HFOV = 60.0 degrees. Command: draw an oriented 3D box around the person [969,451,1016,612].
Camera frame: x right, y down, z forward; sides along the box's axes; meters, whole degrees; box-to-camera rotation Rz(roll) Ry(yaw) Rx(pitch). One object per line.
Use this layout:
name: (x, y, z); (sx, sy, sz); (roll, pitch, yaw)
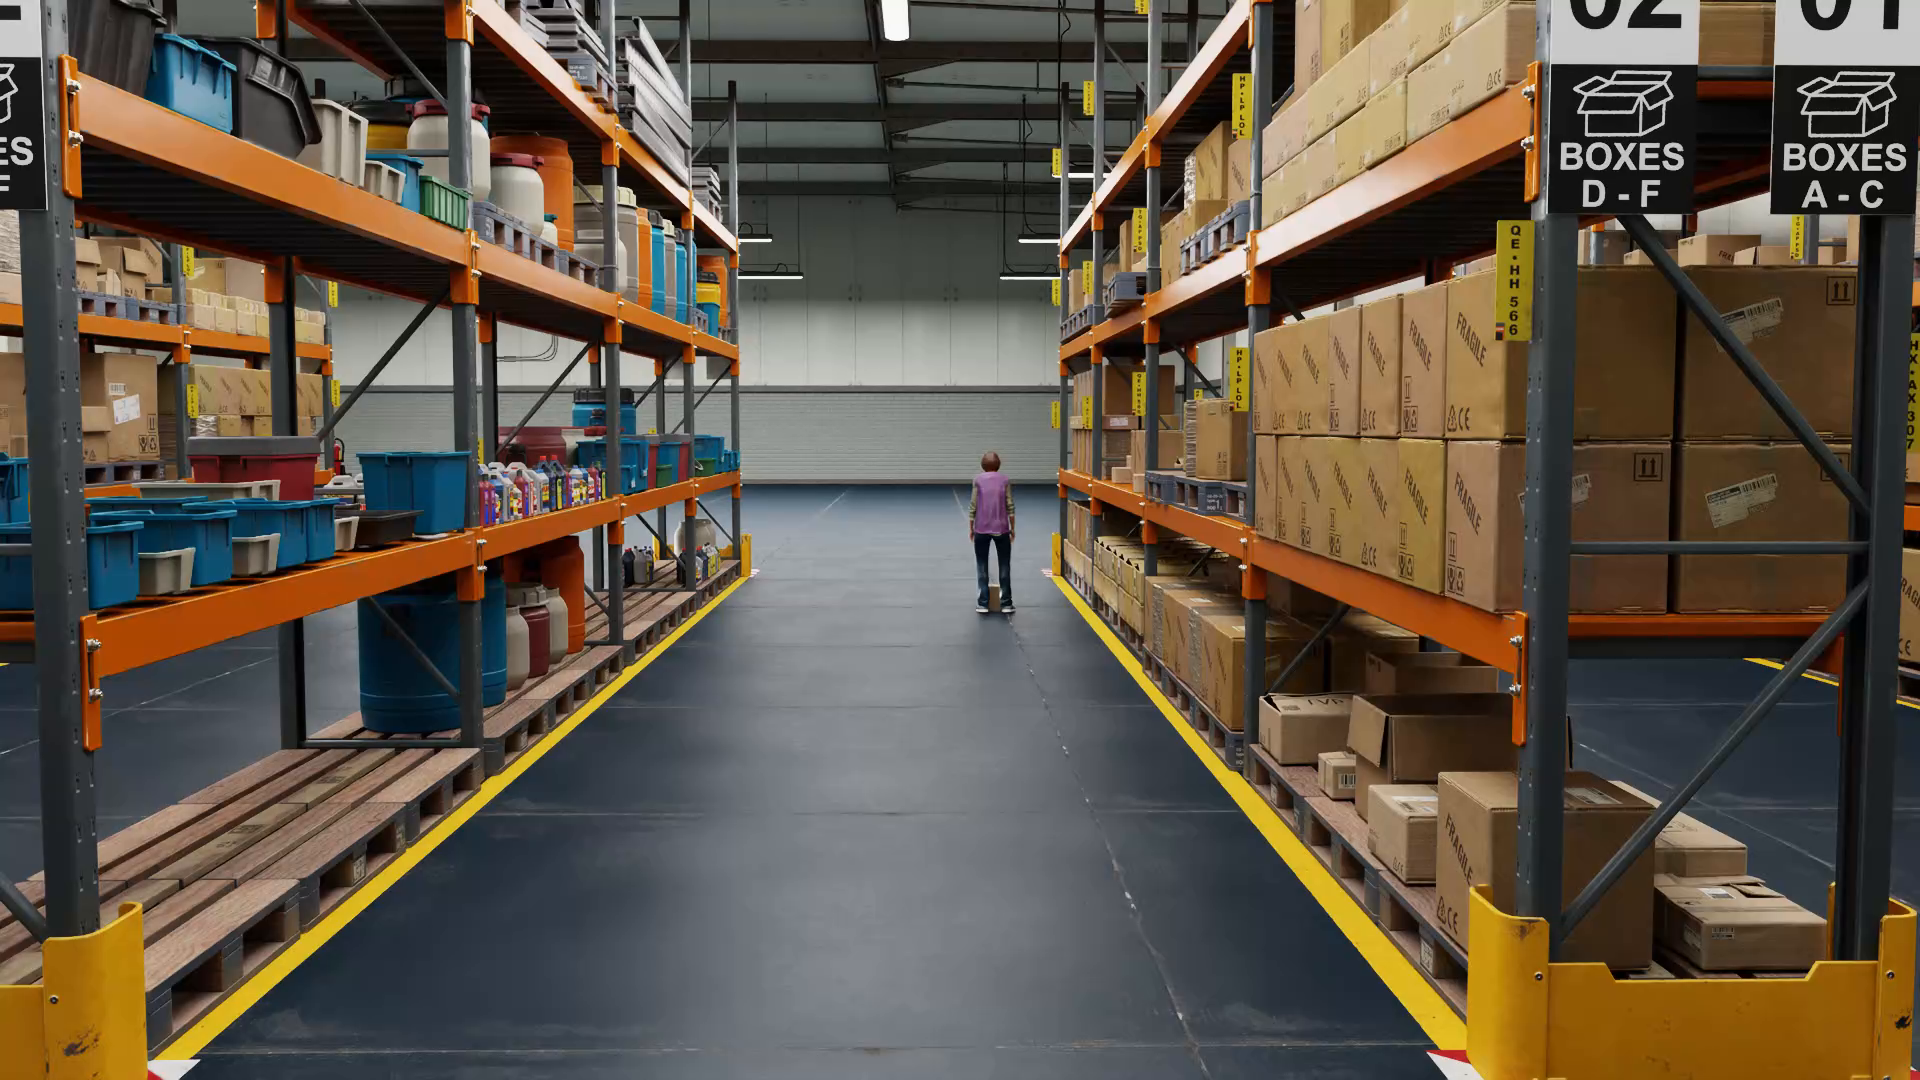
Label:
person: (0.318, -0.077, 16.350); (0.459, 1.593, 0.346); (0, 4, 2)
